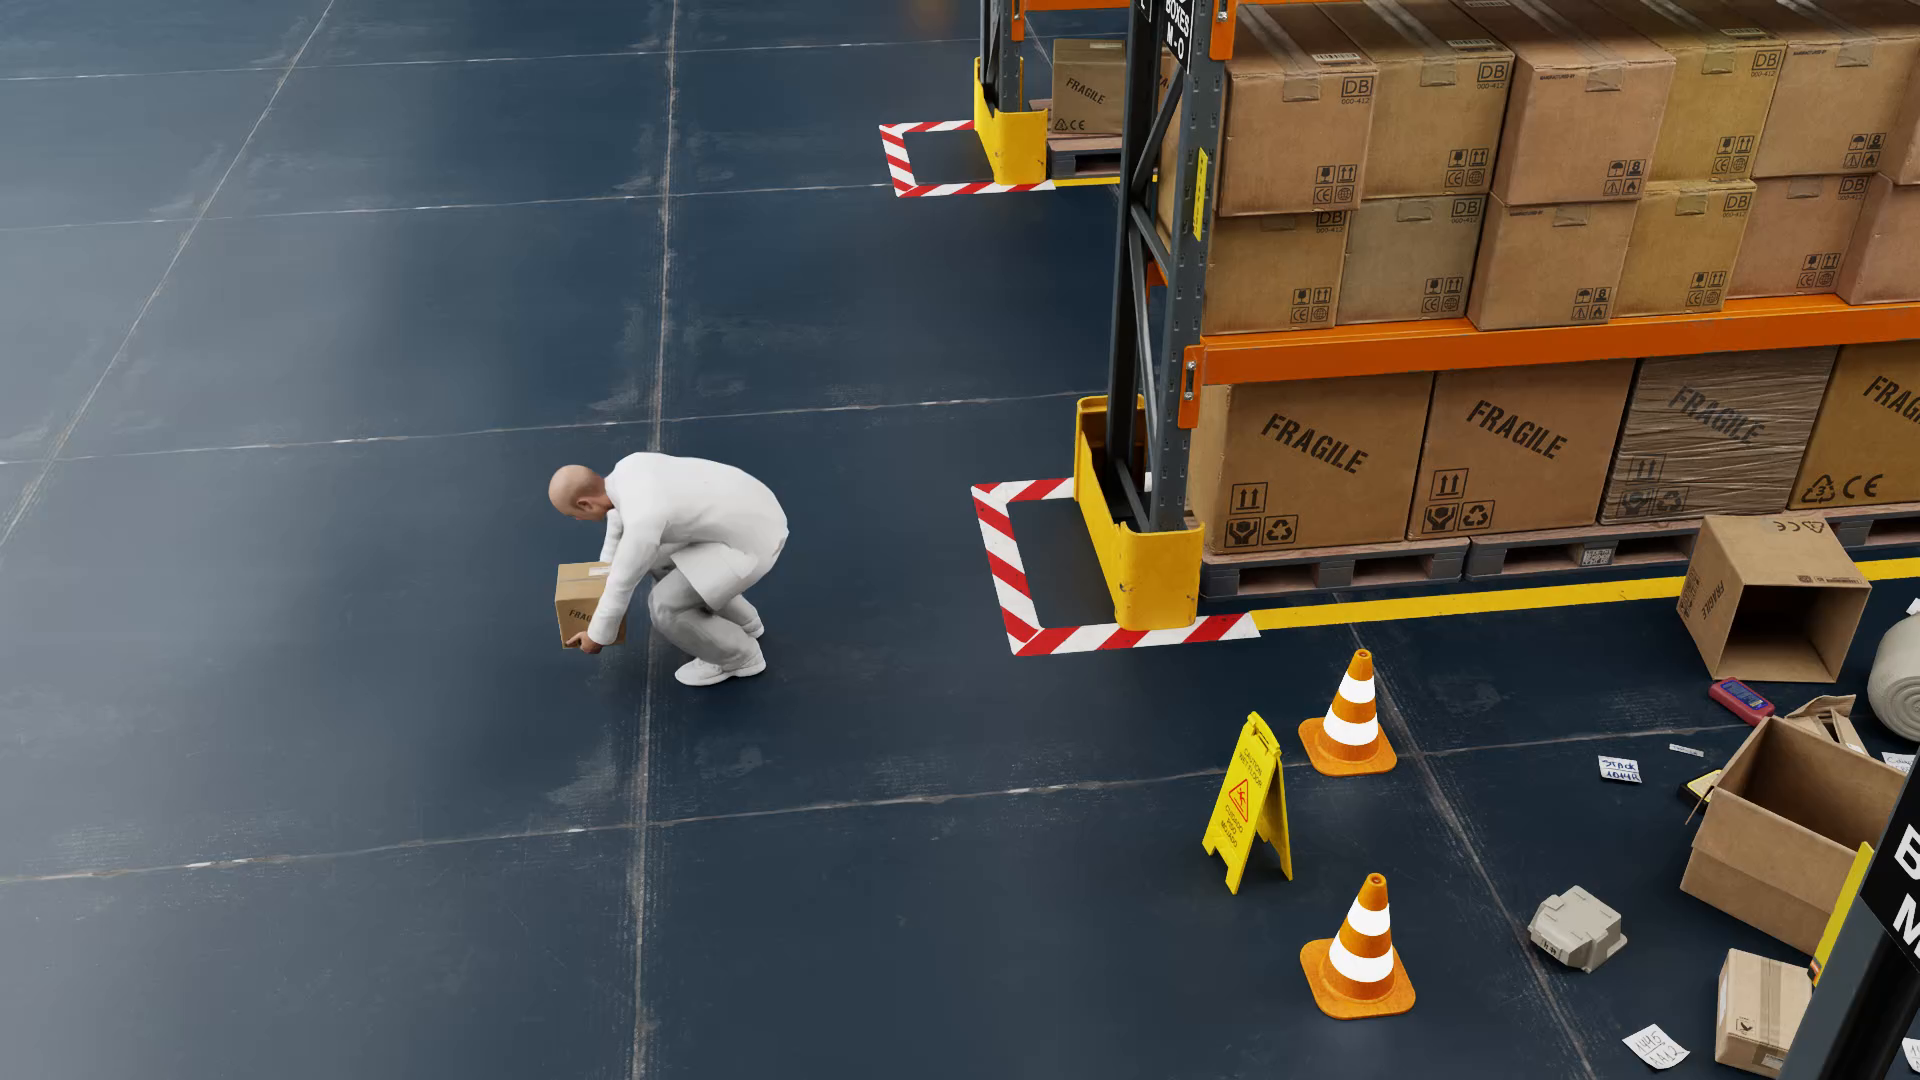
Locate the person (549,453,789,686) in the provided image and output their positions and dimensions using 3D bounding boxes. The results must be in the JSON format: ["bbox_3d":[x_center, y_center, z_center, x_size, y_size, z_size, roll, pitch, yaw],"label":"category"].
[{"bbox_3d":[-1.151,0.083,6.719,0.927,1.008,0.589,-5,35,-8],"label":"person"}]
